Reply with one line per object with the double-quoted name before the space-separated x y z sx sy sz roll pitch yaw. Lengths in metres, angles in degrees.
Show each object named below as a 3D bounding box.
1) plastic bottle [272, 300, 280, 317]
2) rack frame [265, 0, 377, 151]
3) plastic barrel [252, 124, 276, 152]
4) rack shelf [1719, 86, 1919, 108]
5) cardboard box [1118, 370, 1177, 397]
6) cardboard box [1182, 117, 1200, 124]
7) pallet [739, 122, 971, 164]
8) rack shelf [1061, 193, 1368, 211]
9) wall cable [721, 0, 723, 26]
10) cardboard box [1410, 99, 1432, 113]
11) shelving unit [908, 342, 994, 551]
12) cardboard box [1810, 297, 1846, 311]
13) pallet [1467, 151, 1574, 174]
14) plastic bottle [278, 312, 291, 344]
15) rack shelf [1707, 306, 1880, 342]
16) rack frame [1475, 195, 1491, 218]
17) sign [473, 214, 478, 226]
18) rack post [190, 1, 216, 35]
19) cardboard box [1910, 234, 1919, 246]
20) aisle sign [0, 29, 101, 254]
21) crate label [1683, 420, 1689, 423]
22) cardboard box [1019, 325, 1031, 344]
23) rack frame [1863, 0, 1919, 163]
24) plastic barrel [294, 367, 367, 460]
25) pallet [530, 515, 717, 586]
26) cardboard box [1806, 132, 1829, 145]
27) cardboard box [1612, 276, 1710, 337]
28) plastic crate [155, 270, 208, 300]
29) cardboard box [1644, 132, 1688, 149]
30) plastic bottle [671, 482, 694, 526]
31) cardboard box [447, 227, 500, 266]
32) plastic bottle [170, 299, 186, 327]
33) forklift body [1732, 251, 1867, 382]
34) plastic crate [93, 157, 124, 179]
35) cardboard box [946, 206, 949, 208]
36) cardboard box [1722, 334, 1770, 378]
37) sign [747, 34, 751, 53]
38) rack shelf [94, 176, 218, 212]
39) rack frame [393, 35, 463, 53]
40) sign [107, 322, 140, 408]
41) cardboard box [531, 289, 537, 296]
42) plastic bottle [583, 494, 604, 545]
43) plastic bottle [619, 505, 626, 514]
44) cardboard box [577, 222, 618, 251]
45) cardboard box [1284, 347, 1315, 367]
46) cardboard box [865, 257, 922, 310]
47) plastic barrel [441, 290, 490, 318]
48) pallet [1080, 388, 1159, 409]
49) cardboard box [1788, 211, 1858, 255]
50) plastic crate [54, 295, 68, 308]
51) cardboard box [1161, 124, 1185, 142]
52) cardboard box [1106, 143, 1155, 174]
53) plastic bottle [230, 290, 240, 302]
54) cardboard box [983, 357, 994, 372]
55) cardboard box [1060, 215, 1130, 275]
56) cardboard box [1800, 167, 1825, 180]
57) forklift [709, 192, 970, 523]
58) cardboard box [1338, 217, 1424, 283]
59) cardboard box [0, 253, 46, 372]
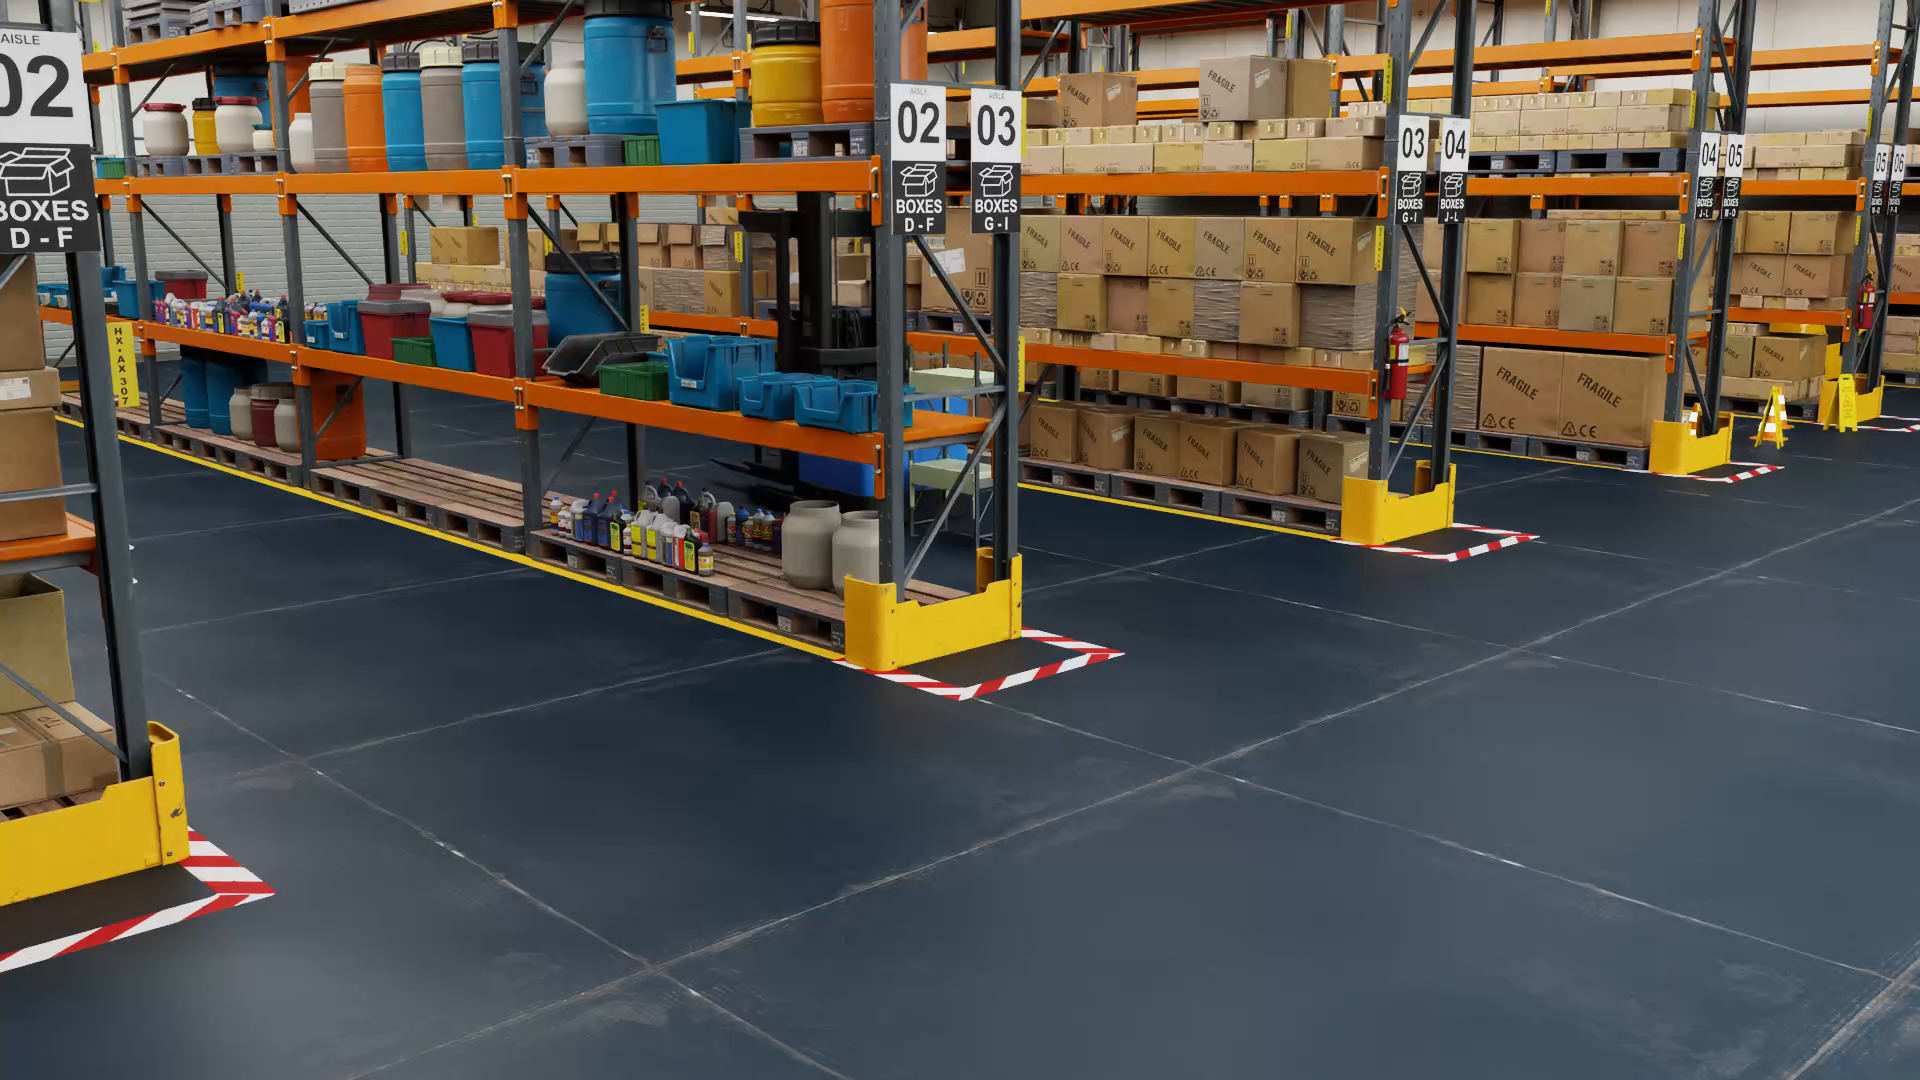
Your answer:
"plastic bottle" -6.984 -2.325 17.070 0.152 0.276 0.135 -11 16 -43
"rack frame" -5.581 -4.933 14.555 1.000 3.000 0.127 -11 16 -43
"plastic barrel" -6.428 -3.738 15.489 0.301 0.262 0.301 0 12 0
"rack shelf" 12.899 -6.273 23.830 1.077 0.370 4.000 -11 16 -43
"cardboard box" 2.620 -2.237 20.869 1.050 0.750 0.750 -11 16 -42
"cardboard box" 3.061 -4.920 20.386 0.500 0.500 0.500 -11 16 -43
"pallet" -0.557 -2.338 9.862 1.003 0.211 1.213 -11 16 -43
"rack shelf" 3.039 -4.186 20.147 1.077 0.370 4.000 -11 16 -43
"wall cable" -5.606 -11.685 32.459 2.355 3.000 0.029 -11 16 -43
"cardboard box" 4.953 -4.557 17.523 0.380 0.149 0.250 -11 16 -43
"shelving unit" 0.005 -0.734 12.755 0.431 1.500 0.755 -11 16 -43
"cardboard box" 10.280 -2.800 19.692 0.380 0.149 0.250 -10 15 -41
"pallet" 5.816 -3.904 17.216 1.003 0.211 1.213 -11 16 -43
"plastic bottle" -6.169 -1.937 15.170 0.061 0.283 0.133 -11 16 -43
"rack shelf" 9.312 -2.838 21.035 1.077 0.370 4.000 -11 16 -43
"rack frame" 8.756 -4.758 28.573 1.000 3.000 0.127 -11 16 -43
"sign" -7.122 -4.609 24.394 0.100 0.325 0.005 -11 16 -43
"rack post" -6.854 -4.994 16.091 0.937 0.300 0.954 -9 15 -37
"cardboard box" 13.487 -4.192 23.232 0.380 0.149 0.250 -10 16 -41
"aisle sign" -3.375 -1.444 6.044 0.394 0.787 0.004 -11 16 -43
"crate label" 8.307 -1.281 18.790 0.298 0.136 0.250 3 12 16
"cardboard box" 0.694 -1.905 15.346 0.380 0.149 0.250 -11 16 -43
"rack frame" 10.693 -5.837 18.941 1.000 3.000 0.127 -11 16 -43
"plastic barrel" -5.932 -1.207 15.672 0.600 0.830 0.708 -11 16 -43
"pallet" -2.385 0.059 12.104 1.003 0.211 1.213 -11 16 -43
"cardboard box" 10.096 -4.686 19.437 0.380 0.149 0.250 -11 16 -42
"cardboard box" 6.894 -2.315 16.343 0.875 0.550 0.550 -11 16 -43
"plastic crate" -8.779 -2.805 18.783 0.402 0.464 0.583 -11 16 -43
"cardboard box" 6.708 -3.796 15.803 0.380 0.149 0.250 -11 16 -43
"plastic bottle" -2.033 -0.247 12.152 0.185 0.351 0.144 11 16 42
"cardboard box" -6.680 -4.037 22.847 0.500 0.500 0.500 11 16 44
"plastic bottle" -8.047 -2.344 17.161 0.152 0.276 0.135 -11 16 -43
"forklift body" 11.651 -3.197 23.101 2.313 2.155 1.214 -11 16 -43
"plastic crate" -9.203 -4.054 18.137 0.416 0.233 0.300 -11 16 -43
"cardboard box" -0.079 -5.971 30.127 0.380 0.149 0.250 -10 16 -41
"cardboard box" 9.588 -2.281 20.464 0.500 0.500 0.500 -10 15 -40
"sign" -3.451 -8.077 27.106 0.100 0.325 0.005 -11 16 -43
"rack shelf" -9.725 -3.987 19.180 1.077 0.370 4.000 -11 16 -43
"rack frame" -7.524 -6.791 23.572 1.000 3.000 0.127 -11 16 -43
"sign" -3.236 -0.677 6.421 0.100 0.325 0.005 -11 16 -43
"cardboard box" -5.387 -3.182 21.546 0.380 0.149 0.250 -10 16 -41
"plastic bottle" -2.562 -0.153 11.697 0.144 0.351 0.185 -10 16 -41
"plastic bottle" -2.374 -0.110 11.684 0.097 0.271 0.097 0 12 0
"cardboard box" -4.314 -3.717 20.786 0.637 0.503 0.797 11 16 44
"cardboard box" 2.797 -1.473 13.251 0.380 0.149 0.250 -11 16 -43
"cardboard box" -0.501 -2.598 16.789 0.797 0.503 0.637 -9 15 -37
"plastic barrel" -4.127 -1.818 13.965 0.433 0.535 0.433 0 12 0
"pallet" 2.148 -1.870 21.465 1.003 0.211 1.213 -11 16 -43
"cardboard box" 10.182 -3.627 19.619 0.500 0.500 0.700 11 16 44
"plastic crate" -10.544 -2.823 19.686 0.250 0.136 0.298 -11 16 -43
"cardboard box" 1.895 -3.384 13.853 0.380 0.149 0.250 -10 16 -41
"cardboard box" 1.593 -3.245 14.167 0.500 0.250 0.500 11 16 43
"plastic bottle" -7.577 -2.446 17.471 0.144 0.351 0.185 -11 16 -43
"cardboard box" 0.659 -2.479 22.663 0.500 0.500 0.500 -10 15 -40
"cardboard box" 1.236 -2.612 14.692 0.500 0.500 0.500 -11 16 -43
"cardboard box" 10.049 -4.289 19.486 0.380 0.149 0.250 -11 16 -42
"forklift" -1.188 -1.769 14.236 1.130 2.935 3.031 -8 14 -35
"cardboard box" 3.343 -2.320 13.276 0.500 0.500 0.500 -11 16 -43
"cardboard box" -3.992 -0.900 6.381 0.700 0.500 0.500 -11 16 -42
